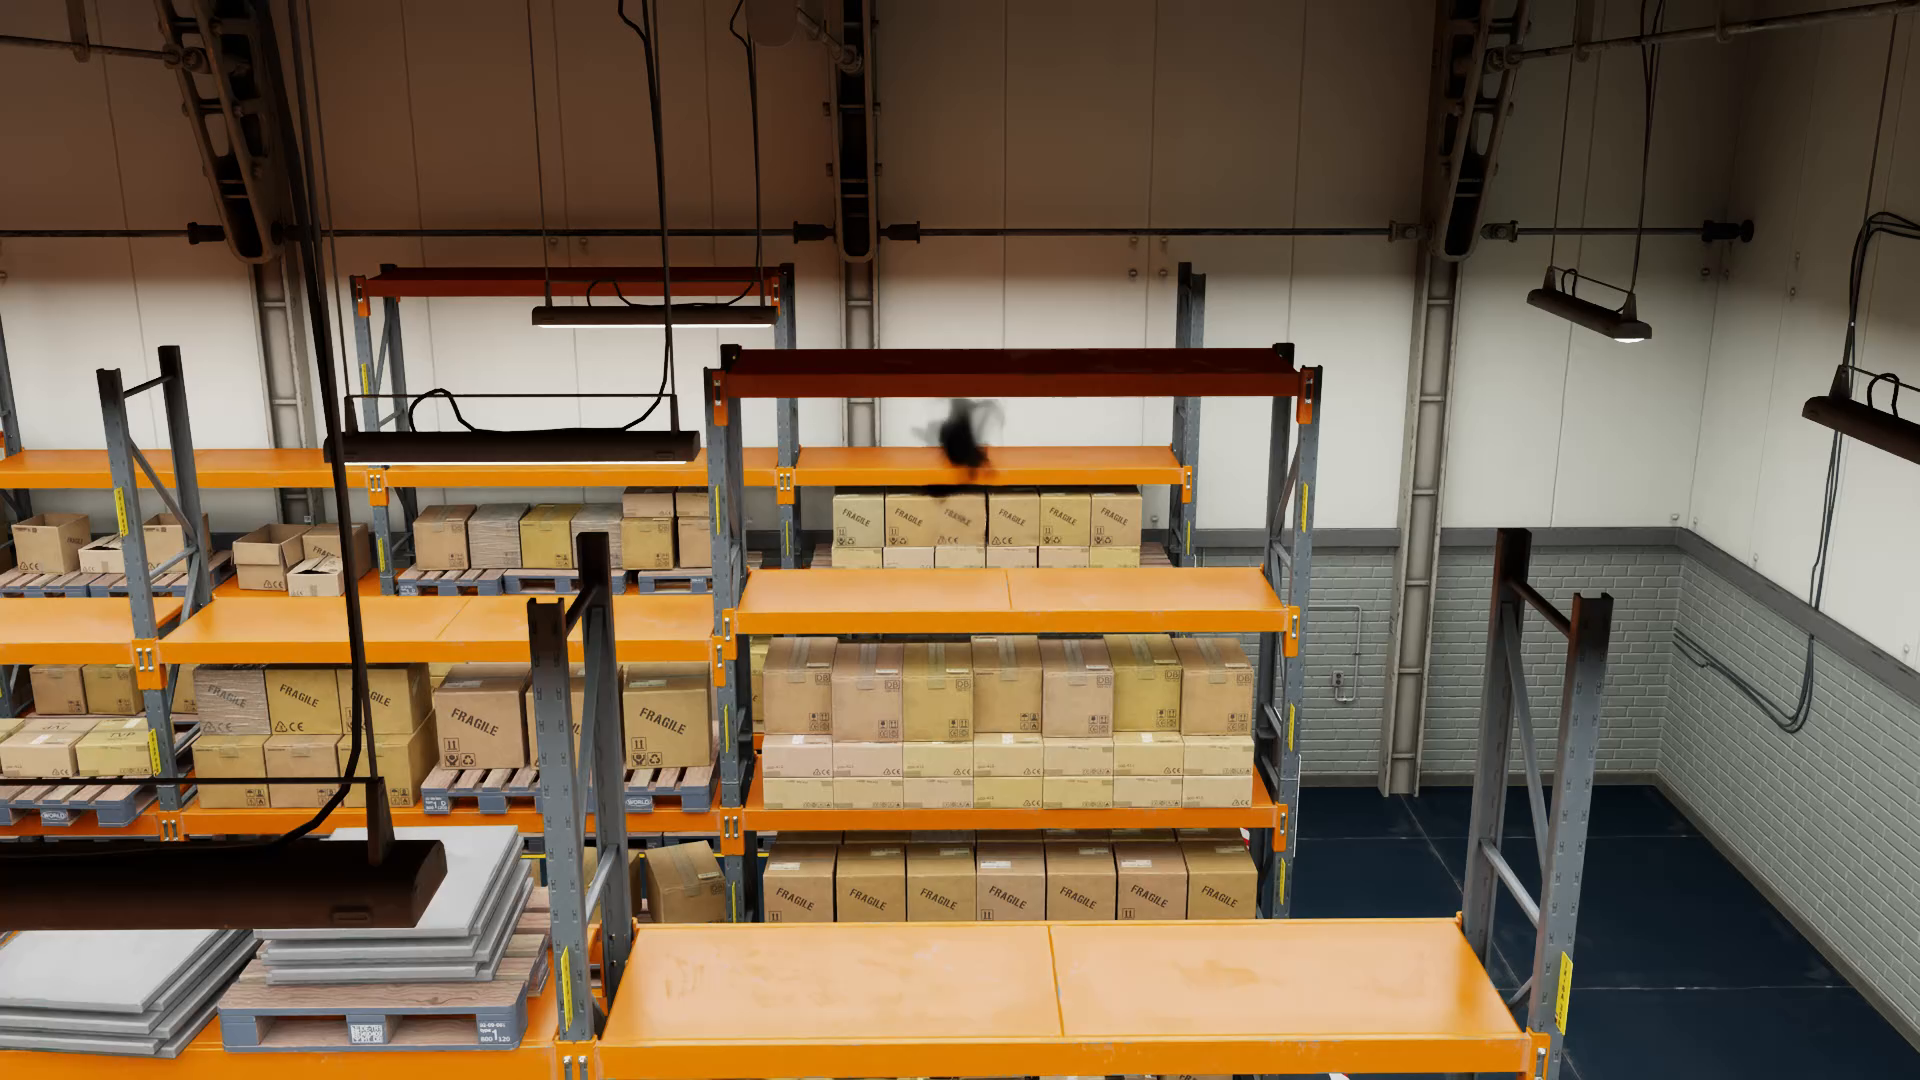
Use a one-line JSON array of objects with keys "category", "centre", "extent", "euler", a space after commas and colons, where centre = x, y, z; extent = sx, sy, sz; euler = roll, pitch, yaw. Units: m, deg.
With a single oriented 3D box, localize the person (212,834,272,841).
[{"category": "person", "centre": [-6.436, 3.077, 14.852], "extent": [0.888, 1.820, 0.666], "euler": [-5, 17, -15]}]
